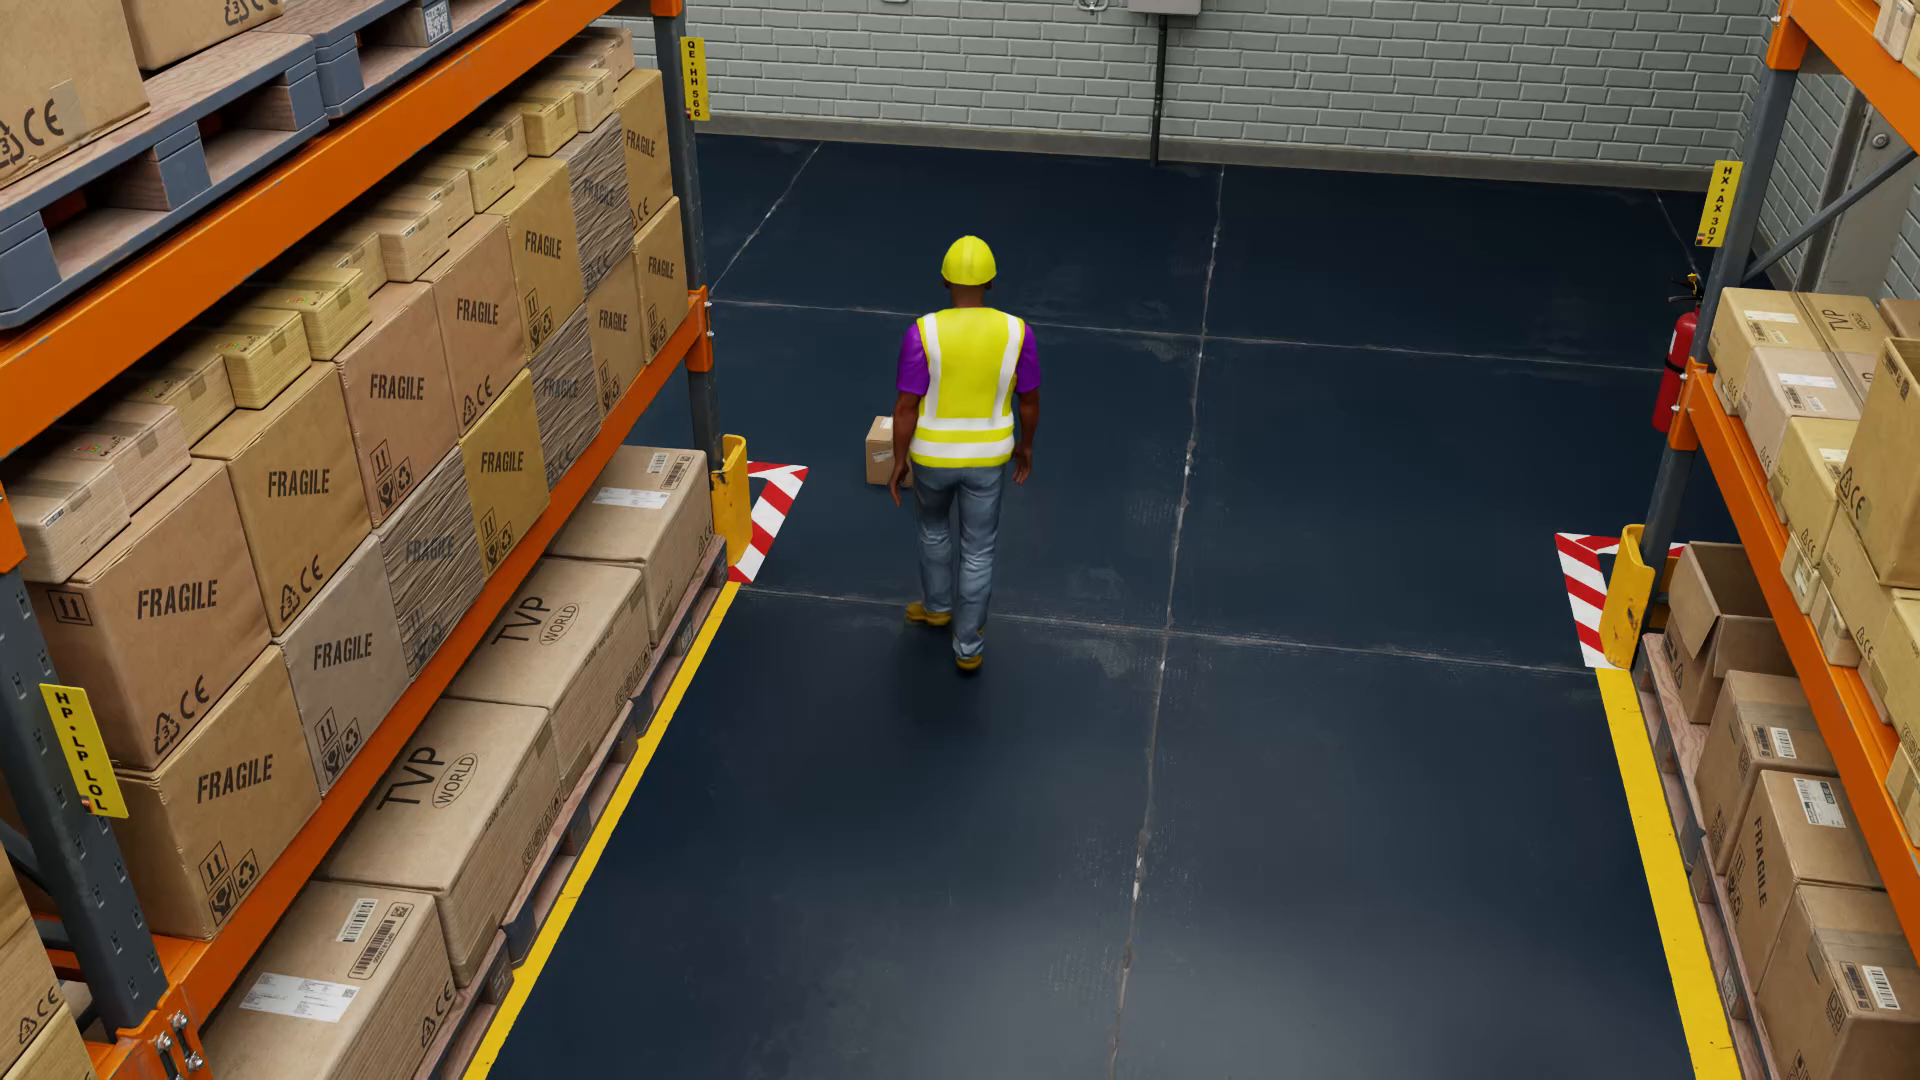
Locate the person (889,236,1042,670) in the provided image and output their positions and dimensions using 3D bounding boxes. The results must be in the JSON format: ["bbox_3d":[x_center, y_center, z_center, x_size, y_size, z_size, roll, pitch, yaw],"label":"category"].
[{"bbox_3d":[0.020,-0.308,6.634,0.607,1.804,0.590,-1,32,-2],"label":"person"}]
